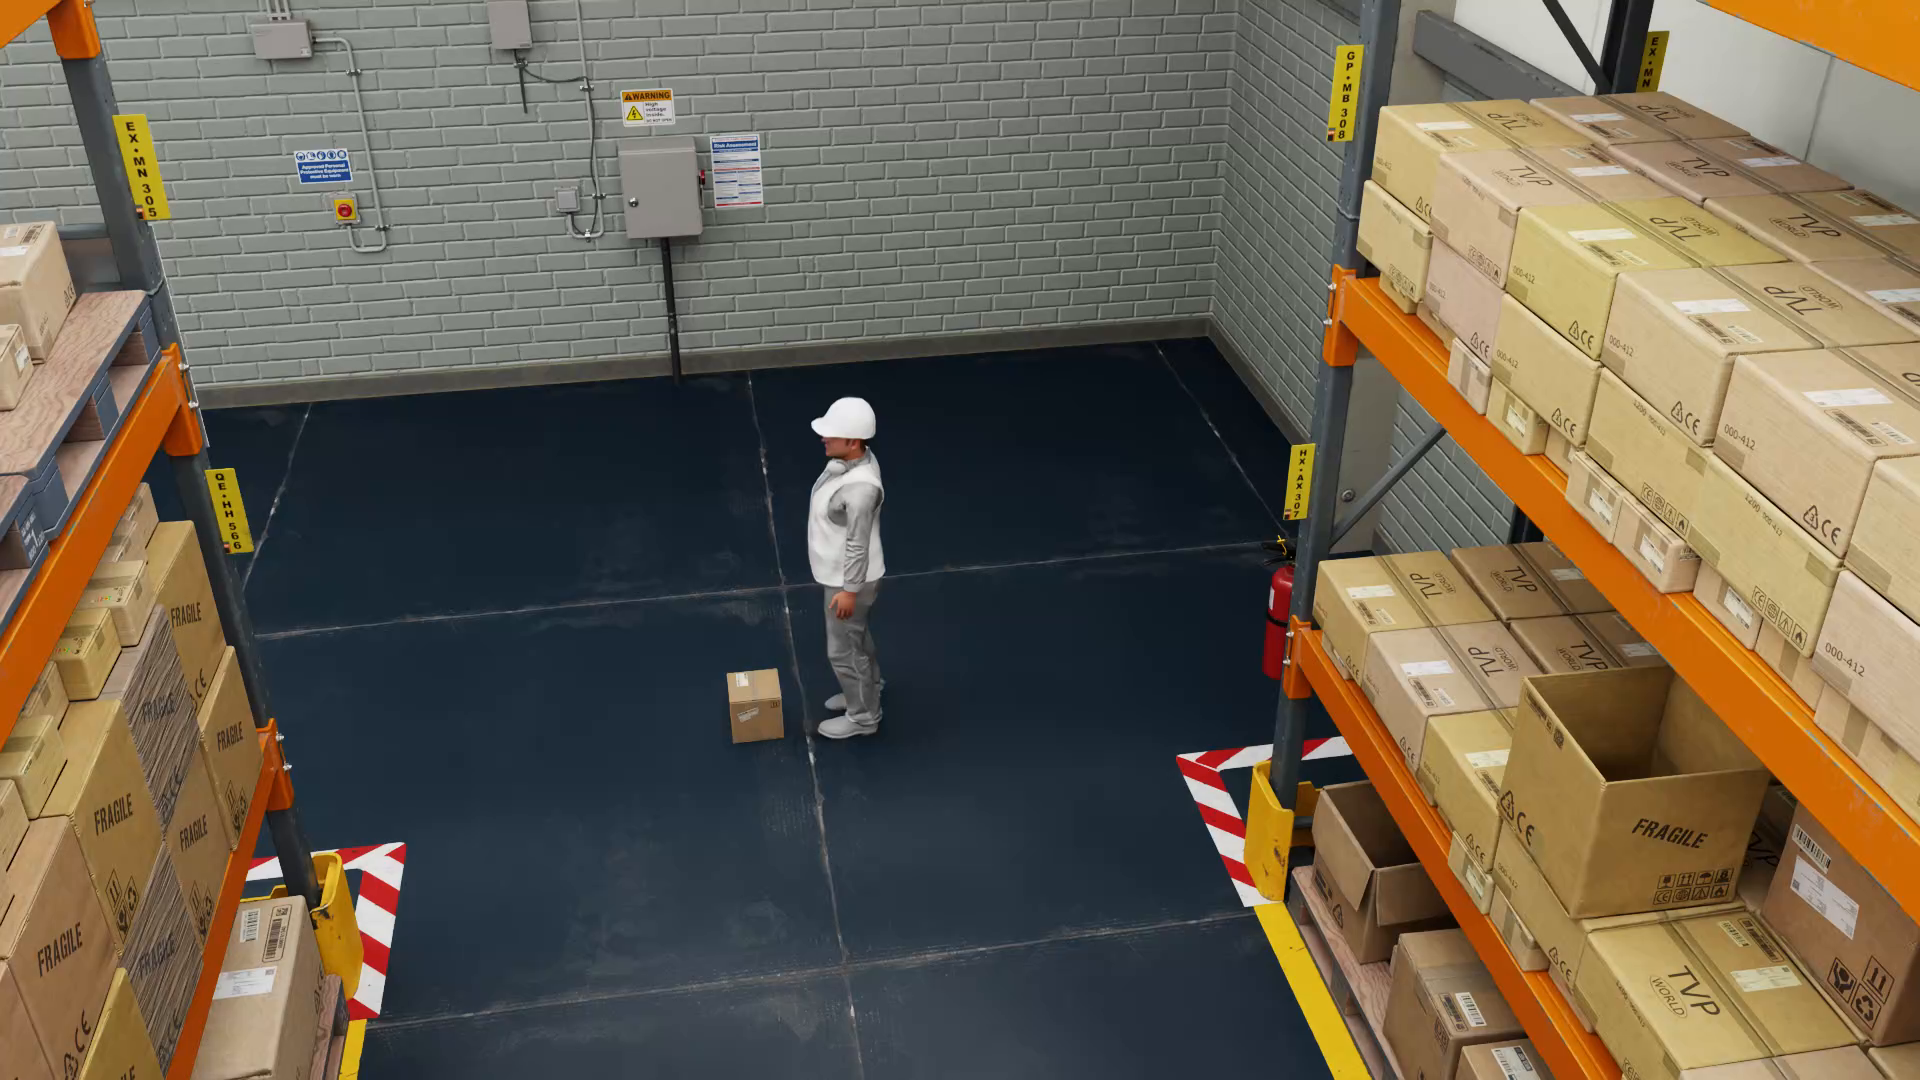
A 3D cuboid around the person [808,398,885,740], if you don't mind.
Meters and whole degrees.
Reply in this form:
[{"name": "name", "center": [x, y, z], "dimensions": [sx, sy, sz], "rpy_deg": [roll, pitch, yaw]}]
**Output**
[{"name": "person", "center": [-0.538, 0.144, 7.892], "dimensions": [0.366, 1.787, 0.532], "rpy_deg": [-4, 31, -7]}]
